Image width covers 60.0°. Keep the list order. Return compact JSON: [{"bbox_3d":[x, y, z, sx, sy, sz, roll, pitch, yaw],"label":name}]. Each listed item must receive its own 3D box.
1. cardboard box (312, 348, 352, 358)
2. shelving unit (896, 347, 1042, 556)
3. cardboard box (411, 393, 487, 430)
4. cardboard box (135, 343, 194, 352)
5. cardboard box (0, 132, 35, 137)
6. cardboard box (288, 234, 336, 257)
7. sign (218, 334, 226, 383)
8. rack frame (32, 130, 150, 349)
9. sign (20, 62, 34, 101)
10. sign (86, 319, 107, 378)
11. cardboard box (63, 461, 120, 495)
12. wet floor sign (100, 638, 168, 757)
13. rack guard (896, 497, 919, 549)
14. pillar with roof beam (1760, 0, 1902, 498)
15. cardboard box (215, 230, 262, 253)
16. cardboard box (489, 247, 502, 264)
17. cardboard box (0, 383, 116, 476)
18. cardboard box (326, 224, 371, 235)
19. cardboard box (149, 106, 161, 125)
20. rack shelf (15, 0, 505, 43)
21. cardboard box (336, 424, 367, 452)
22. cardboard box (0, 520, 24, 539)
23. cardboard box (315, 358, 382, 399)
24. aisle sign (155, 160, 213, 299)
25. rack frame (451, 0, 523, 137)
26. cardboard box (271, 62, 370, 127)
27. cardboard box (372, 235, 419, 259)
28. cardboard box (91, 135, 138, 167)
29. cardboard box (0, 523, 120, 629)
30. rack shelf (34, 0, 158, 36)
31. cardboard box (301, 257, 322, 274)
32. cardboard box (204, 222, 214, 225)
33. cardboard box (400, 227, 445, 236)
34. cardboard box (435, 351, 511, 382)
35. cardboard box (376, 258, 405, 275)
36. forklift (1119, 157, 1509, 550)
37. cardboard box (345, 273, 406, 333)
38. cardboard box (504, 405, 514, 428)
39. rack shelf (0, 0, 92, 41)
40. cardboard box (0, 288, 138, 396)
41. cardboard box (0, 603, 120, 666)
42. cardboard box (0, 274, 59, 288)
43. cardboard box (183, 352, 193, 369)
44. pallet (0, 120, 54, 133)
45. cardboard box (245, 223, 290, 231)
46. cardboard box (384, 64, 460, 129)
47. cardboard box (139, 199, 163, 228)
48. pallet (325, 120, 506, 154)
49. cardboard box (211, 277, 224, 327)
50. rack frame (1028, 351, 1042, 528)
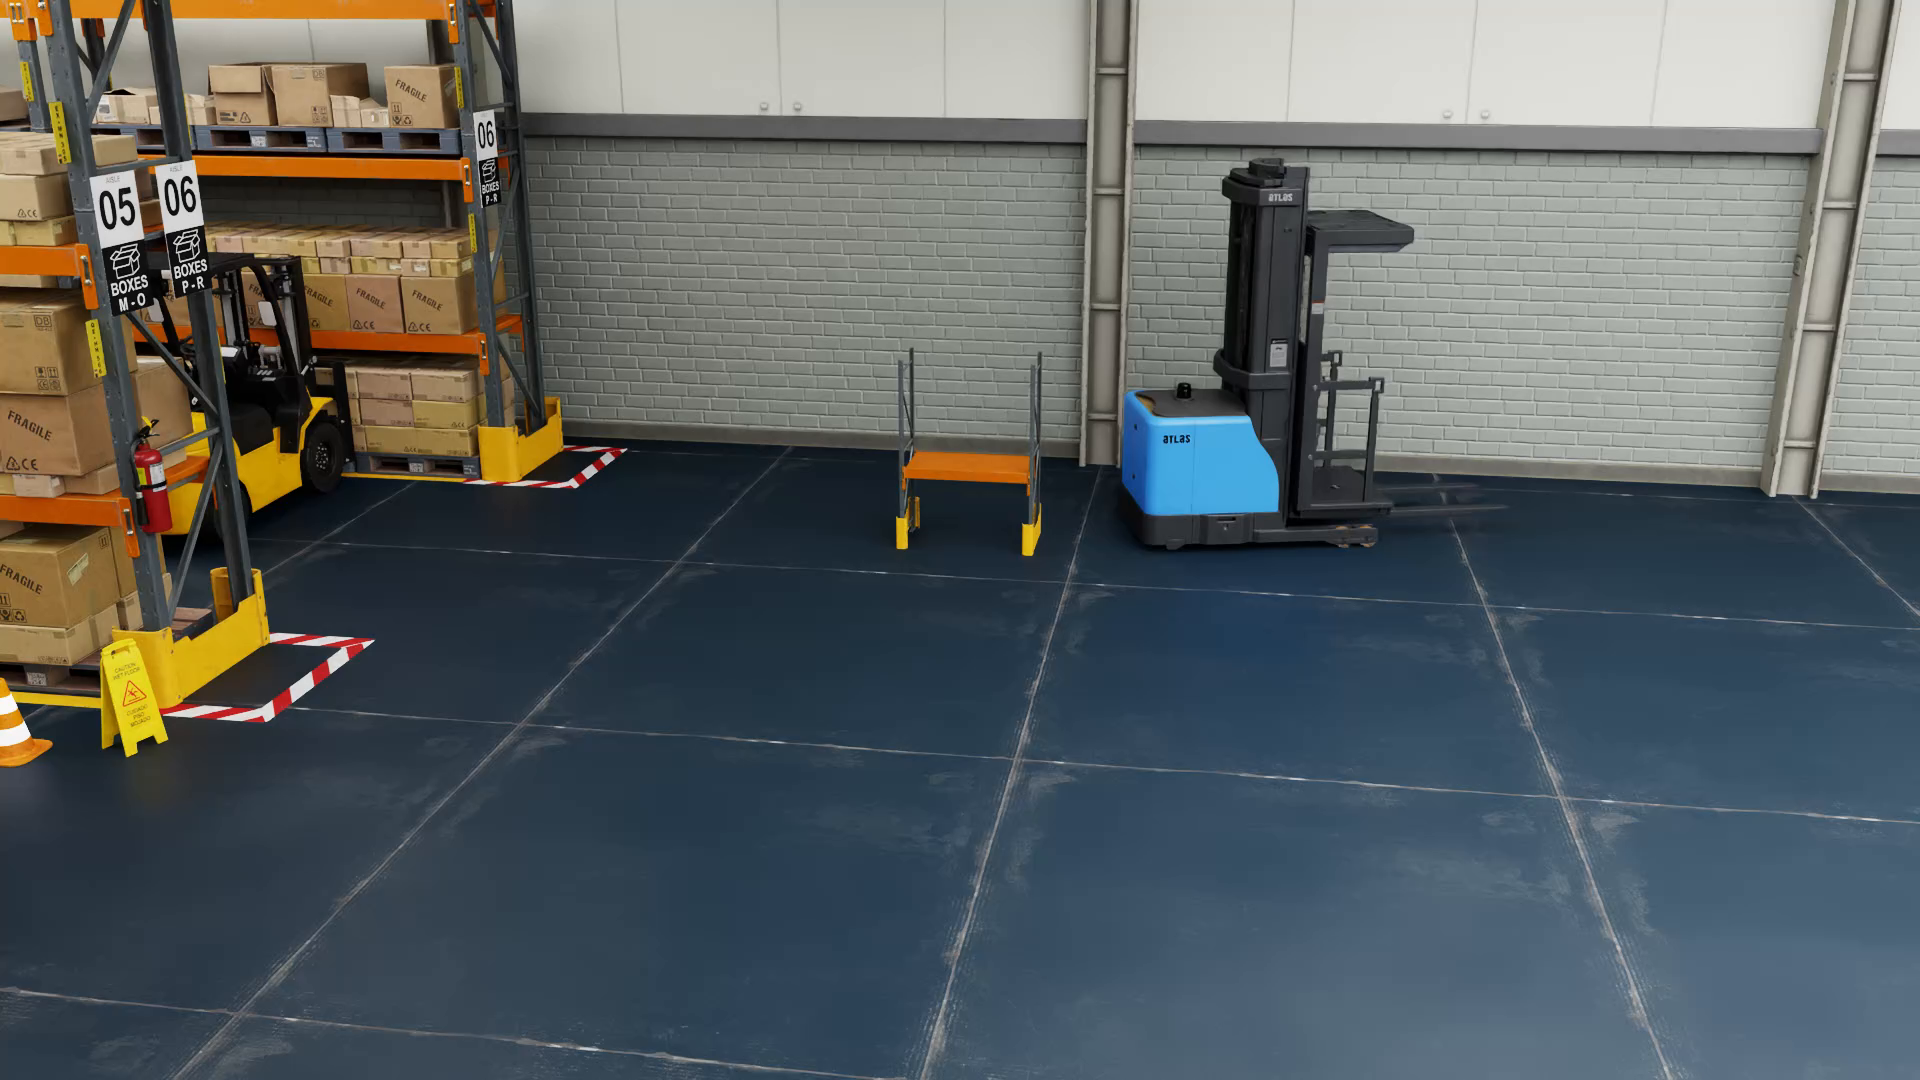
[{"bbox_3d":[-5.996,-1.660,15.633,0.500,0.250,0.500,3,19,8],"label":"cardboard box"},{"bbox_3d":[0.075,-0.707,13.054,1.083,1.500,0.587,3,19,9],"label":"shelving unit"},{"bbox_3d":[-4.591,-1.186,15.003,0.500,0.250,0.500,3,19,8],"label":"cardboard box"},{"bbox_3d":[-7.494,-1.733,15.852,0.500,0.250,0.500,3,19,10],"label":"cardboard box"},{"bbox_3d":[-5.887,-2.410,10.192,0.250,0.149,0.380,3,19,8],"label":"cardboard box"},{"bbox_3d":[-5.724,-2.608,14.721,0.250,0.149,0.380,3,19,10],"label":"cardboard box"},{"bbox_3d":[-4.758,-1.152,10.655,0.005,0.325,0.100,3,19,9],"label":"sign"},{"bbox_3d":[-8.010,-2.328,15.534,0.127,3.000,1.000,3,19,9],"label":"rack frame"},{"bbox_3d":[-8.087,-3.975,14.417,0.005,0.325,0.100,3,19,9],"label":"sign"},{"bbox_3d":[-4.952,-1.098,9.534,0.005,0.325,0.100,3,19,9],"label":"sign"},{"bbox_3d":[-5.248,-0.404,10.180,0.250,0.149,0.380,4,19,10],"label":"cardboard box"},{"bbox_3d":[-4.826,0.890,9.627,0.232,0.644,0.267,10,21,27],"label":"wet floor sign"},{"bbox_3d":[-0.416,-0.140,13.327,0.087,0.250,0.587,3,19,9],"label":"rack guard"},{"bbox_3d":[6.560,-3.337,9.093,0.400,9.000,9.100,3,19,9],"label":"pillar with roof beam"},{"bbox_3d":[-6.458,-2.675,14.923,0.250,0.149,0.380,3,19,8],"label":"cardboard box"},{"bbox_3d":[-4.354,-2.580,15.108,0.250,0.149,0.380,2,19,7],"label":"cardboard box"},{"bbox_3d":[-5.424,-0.701,10.045,0.500,0.500,0.500,3,19,8],"label":"cardboard box"},{"bbox_3d":[-5.624,-2.806,15.314,0.250,0.149,0.380,2,19,7],"label":"cardboard box"},{"bbox_3d":[-6.856,-3.722,14.548,0.250,0.149,0.380,3,19,10],"label":"cardboard box"},{"bbox_3d":[-6.035,-4.542,14.459,4.000,0.370,1.077,3,19,9],"label":"rack shelf"},{"bbox_3d":[-5.557,-1.003,15.244,0.500,0.250,0.500,3,19,9],"label":"cardboard box"},{"bbox_3d":[-6.050,-0.086,10.301,0.250,0.149,0.380,3,19,10],"label":"cardboard box"},{"bbox_3d":[-5.570,-1.468,15.059,0.500,0.250,0.500,3,19,9],"label":"cardboard box"},{"bbox_3d":[-4.734,-1.898,10.153,0.004,0.787,0.394,3,19,9],"label":"aisle sign"},{"bbox_3d":[-4.061,-4.972,13.980,0.127,3.000,1.000,3,19,9],"label":"rack frame"},{"bbox_3d":[-5.532,-3.872,14.444,0.500,0.500,0.700,3,19,9],"label":"cardboard box"},{"bbox_3d":[-4.959,-2.582,14.645,0.250,0.149,0.380,3,19,10],"label":"cardboard box"},{"bbox_3d":[-5.163,-2.335,9.966,0.250,0.149,0.380,3,19,8],"label":"cardboard box"},{"bbox_3d":[-5.677,0.219,10.411,0.500,0.500,0.500,3,19,9],"label":"cardboard box"},{"bbox_3d":[-6.819,-3.175,9.748,4.000,0.370,1.077,3,19,9],"label":"rack shelf"},{"bbox_3d":[-5.718,-2.468,14.773,0.250,0.149,0.380,3,19,9],"label":"cardboard box"},{"bbox_3d":[-7.142,-2.868,15.499,0.250,0.149,0.380,3,19,8],"label":"cardboard box"},{"bbox_3d":[-4.874,-2.739,15.114,0.250,0.149,0.380,3,19,10],"label":"cardboard box"},{"bbox_3d":[-4.505,-1.580,15.393,0.500,0.250,0.500,3,19,8],"label":"cardboard box"},{"bbox_3d":[-4.951,-2.447,14.710,0.250,0.149,0.380,3,19,10],"label":"cardboard box"},{"bbox_3d":[2.878,-1.494,13.150,3.031,2.935,1.130,-2,19,-6],"label":"forklift"},{"bbox_3d":[-5.099,-2.146,14.831,0.500,0.500,0.500,4,19,10],"label":"cardboard box"},{"bbox_3d":[-4.515,-1.108,15.559,0.500,0.250,0.500,3,19,9],"label":"cardboard box"},{"bbox_3d":[-9.985,-4.743,15.061,4.000,0.370,1.077,3,19,9],"label":"rack shelf"},{"bbox_3d":[-5.383,-1.192,9.935,0.500,0.500,0.700,2,19,7],"label":"cardboard box"},{"bbox_3d":[-5.709,0.576,10.527,0.500,0.250,0.500,3,19,8],"label":"cardboard box"},{"bbox_3d":[-8.535,-2.439,15.313,0.500,0.250,0.500,3,19,7],"label":"cardboard box"},{"bbox_3d":[-7.079,-1.546,15.292,0.500,0.250,0.500,3,19,9],"label":"cardboard box"},{"bbox_3d":[-8.883,-3.700,15.209,1.217,0.209,0.805,2,19,6],"label":"pallet"},{"bbox_3d":[-6.388,-2.828,15.380,0.250,0.149,0.380,3,19,8],"label":"cardboard box"},{"bbox_3d":[-4.536,-3.789,14.196,0.500,0.500,0.500,4,19,10],"label":"cardboard box"},{"bbox_3d":[-5.120,-1.993,10.202,0.250,0.149,0.380,3,19,9],"label":"cardboard box"},{"bbox_3d":[-4.755,-3.551,14.601,1.213,0.211,1.003,3,19,9],"label":"pallet"},{"bbox_3d":[-6.596,-2.225,15.069,0.500,0.500,0.500,3,19,8],"label":"cardboard box"},{"bbox_3d":[0.586,-0.681,12.976,0.032,1.500,0.500,3,19,9],"label":"rack frame"}]
